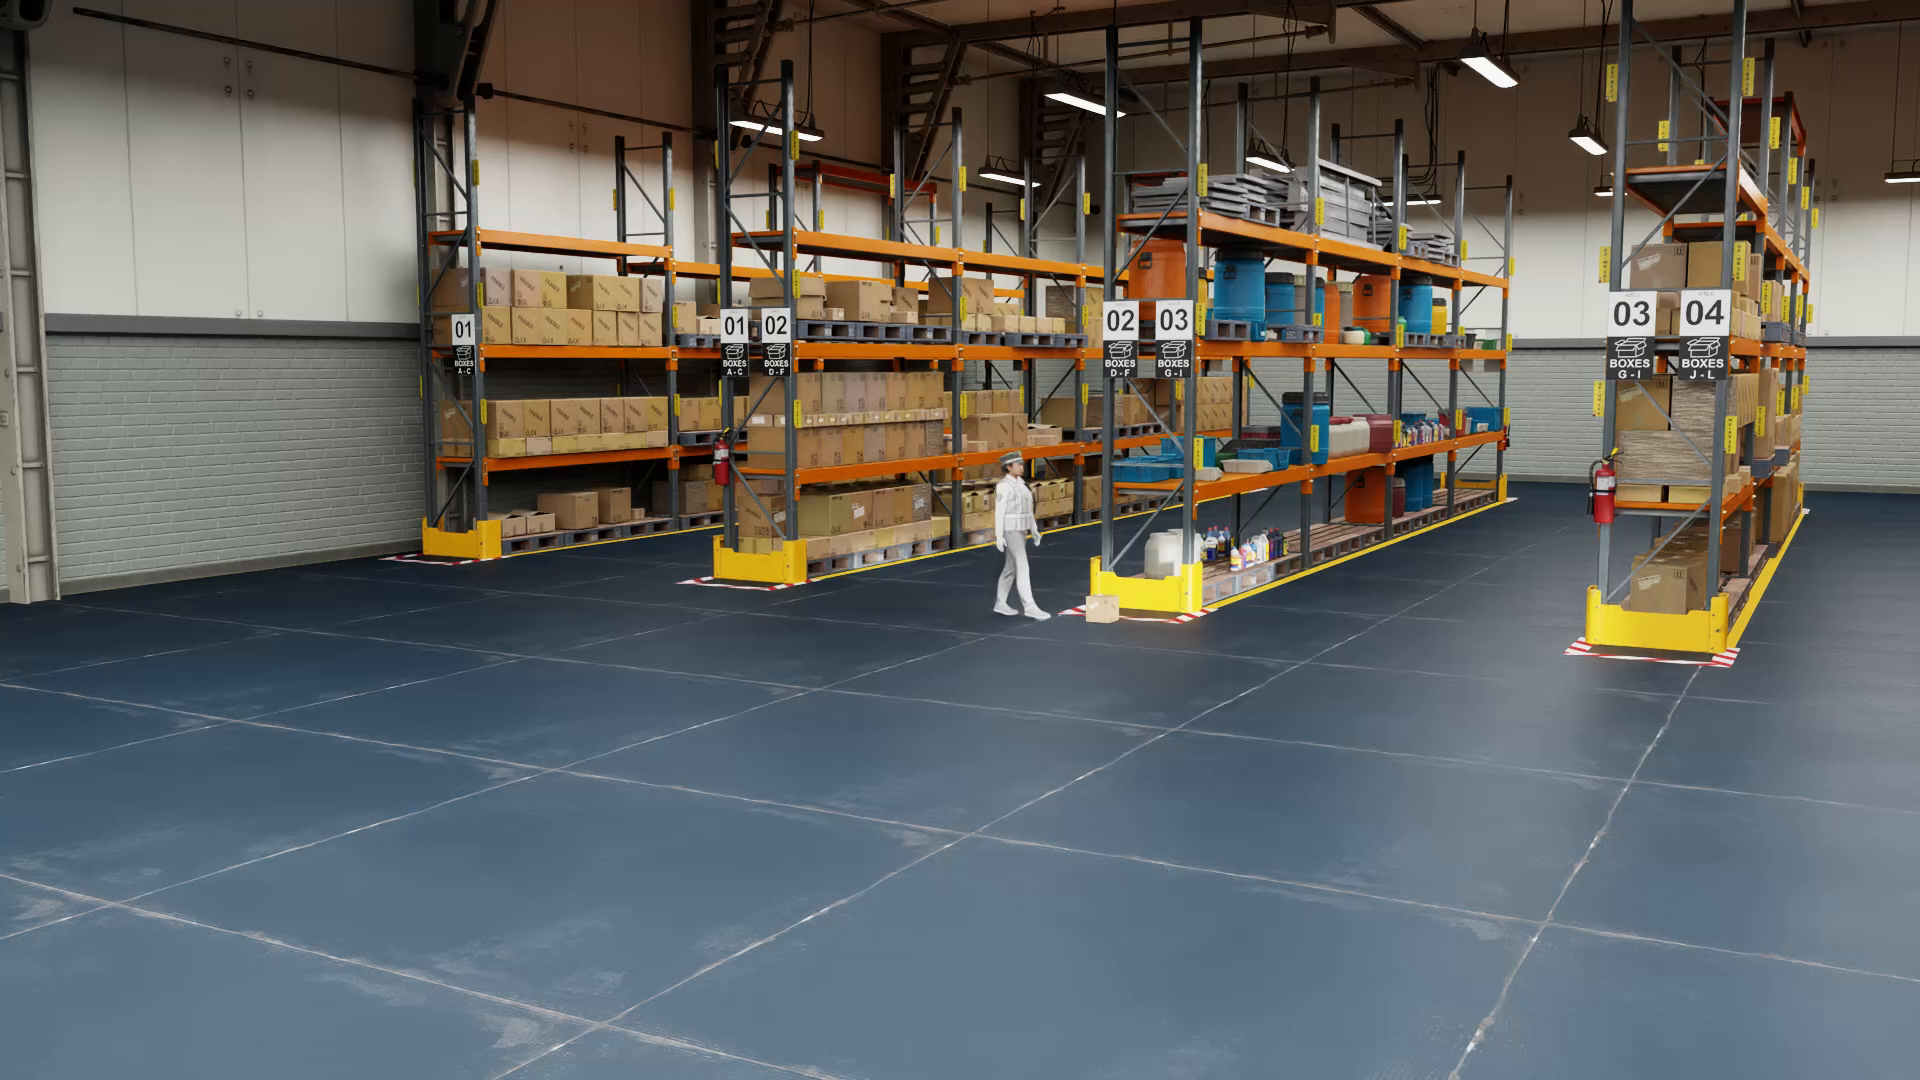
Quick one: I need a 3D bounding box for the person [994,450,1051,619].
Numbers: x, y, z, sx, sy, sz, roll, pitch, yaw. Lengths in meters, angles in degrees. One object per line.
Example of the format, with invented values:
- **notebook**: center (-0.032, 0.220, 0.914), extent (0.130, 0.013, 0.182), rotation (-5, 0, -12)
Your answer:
- **person**: center (0.652, -0.065, 16.746), extent (0.710, 1.682, 0.500), rotation (3, 7, 27)
